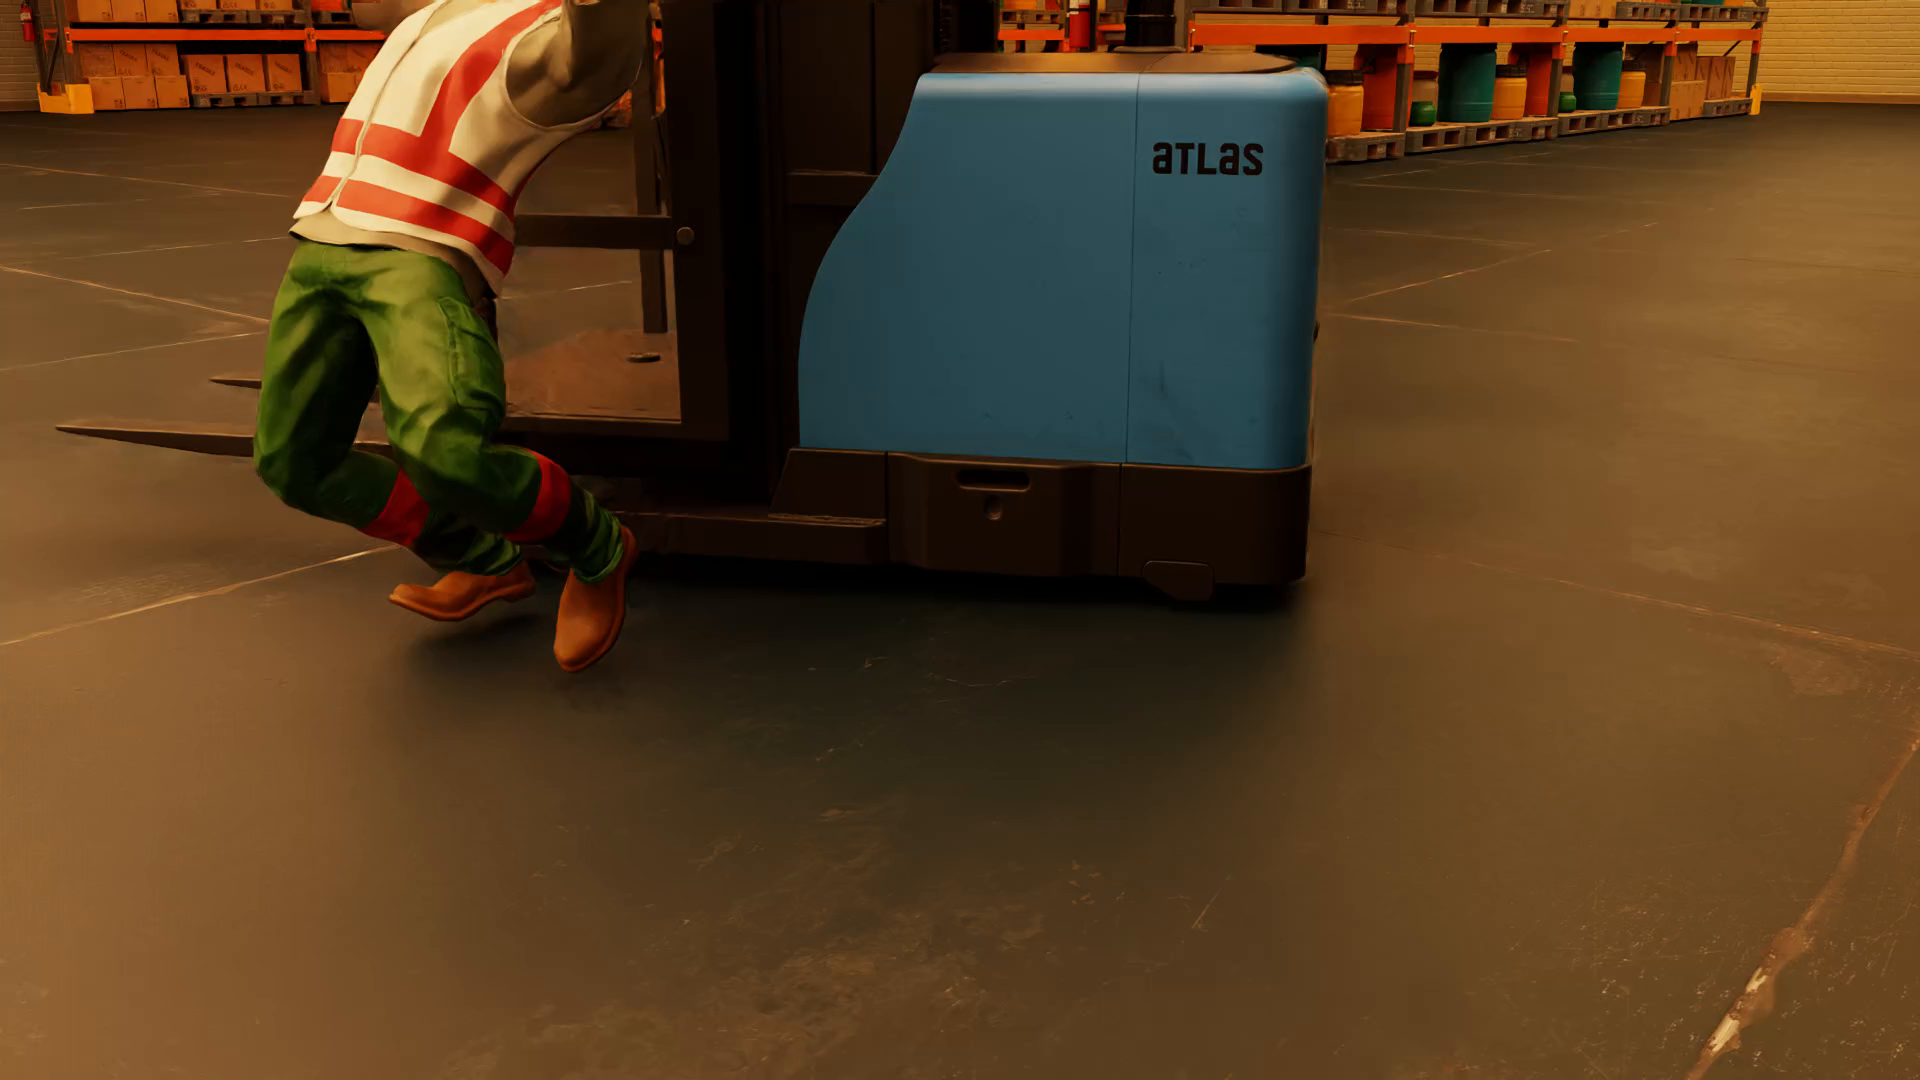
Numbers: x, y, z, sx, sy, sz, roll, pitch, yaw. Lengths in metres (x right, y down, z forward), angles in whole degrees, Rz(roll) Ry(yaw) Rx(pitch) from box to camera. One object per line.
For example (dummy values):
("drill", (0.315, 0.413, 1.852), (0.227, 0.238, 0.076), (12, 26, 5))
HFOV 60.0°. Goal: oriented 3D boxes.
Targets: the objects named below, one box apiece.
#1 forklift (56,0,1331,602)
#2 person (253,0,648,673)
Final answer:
("forklift", (-0.679, -1.473, 3.748), (3.031, 2.935, 1.130), (3, 17, 11))
("person", (-0.930, -0.613, 3.046), (1.013, 1.658, 0.738), (13, 21, 36))
